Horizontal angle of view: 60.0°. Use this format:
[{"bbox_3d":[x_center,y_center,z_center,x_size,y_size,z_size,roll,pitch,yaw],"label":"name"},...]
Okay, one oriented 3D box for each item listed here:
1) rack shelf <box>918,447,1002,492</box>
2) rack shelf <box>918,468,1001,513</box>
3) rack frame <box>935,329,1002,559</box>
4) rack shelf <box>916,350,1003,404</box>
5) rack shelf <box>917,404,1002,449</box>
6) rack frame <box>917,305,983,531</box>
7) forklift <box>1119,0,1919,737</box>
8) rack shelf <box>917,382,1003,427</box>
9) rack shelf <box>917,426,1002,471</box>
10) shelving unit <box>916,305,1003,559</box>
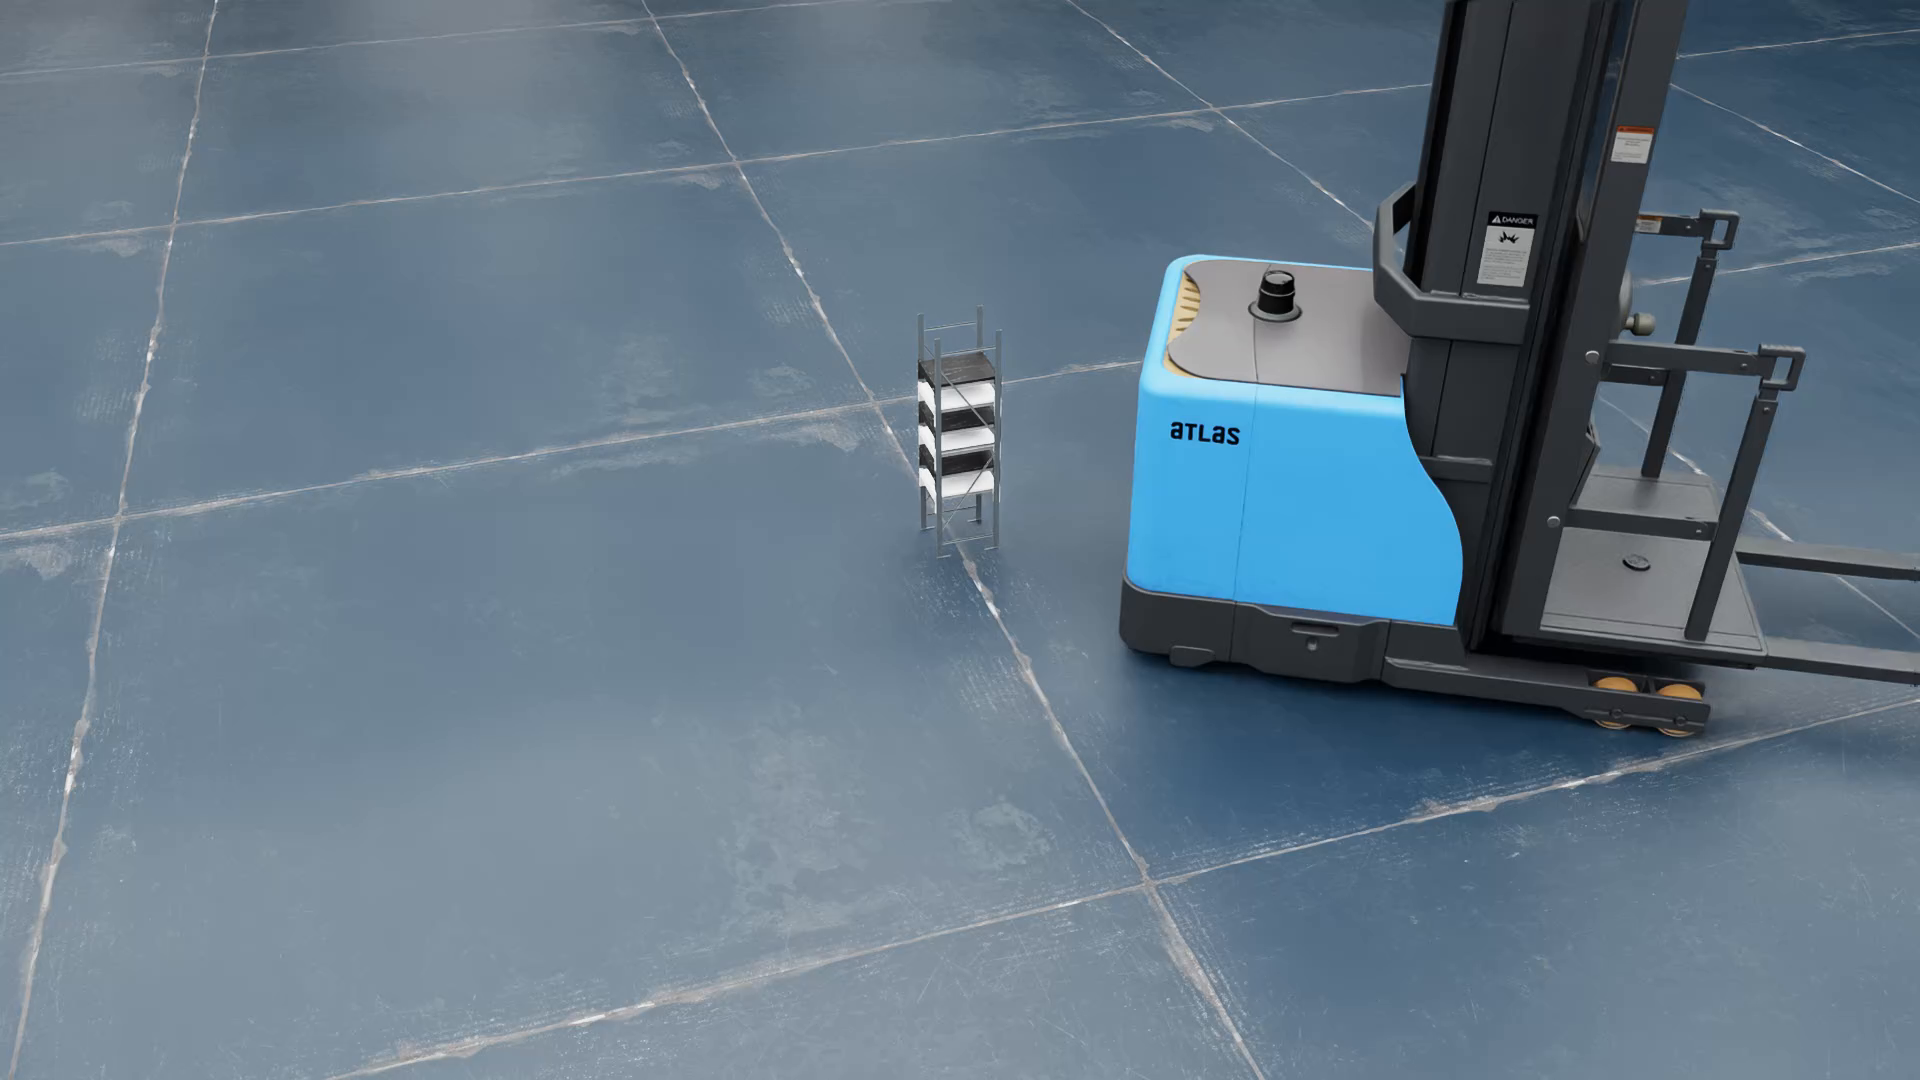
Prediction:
[{"bbox_3d":[-0.002,-0.277,6.076,0.258,0.077,0.200,-10,35,-15],"label":"rack shelf"},{"bbox_3d":[-0.002,-0.202,6.126,0.258,0.077,0.200,-10,35,-15],"label":"rack shelf"},{"bbox_3d":[0.029,-0.326,5.928,0.240,0.900,0.006,-10,35,-15],"label":"rack frame"},{"bbox_3d":[-0.002,-0.577,5.878,0.258,0.077,0.200,-10,35,-15],"label":"rack shelf"},{"bbox_3d":[-0.002,-0.427,5.977,0.258,0.077,0.200,-10,35,-15],"label":"rack shelf"},{"bbox_3d":[-0.033,-0.433,6.089,0.240,0.900,0.006,-10,35,-15],"label":"rack frame"},{"bbox_3d":[2.110,-0.916,4.978,3.031,2.935,1.130,6,34,10],"label":"forklift"},{"bbox_3d":[-0.002,-0.502,5.928,0.258,0.077,0.200,-10,35,-15],"label":"rack shelf"},{"bbox_3d":[-0.002,-0.352,6.027,0.258,0.077,0.200,-10,35,-15],"label":"rack shelf"},{"bbox_3d":[-0.002,-0.380,6.008,0.258,0.900,0.210,-10,35,-15],"label":"shelving unit"}]
